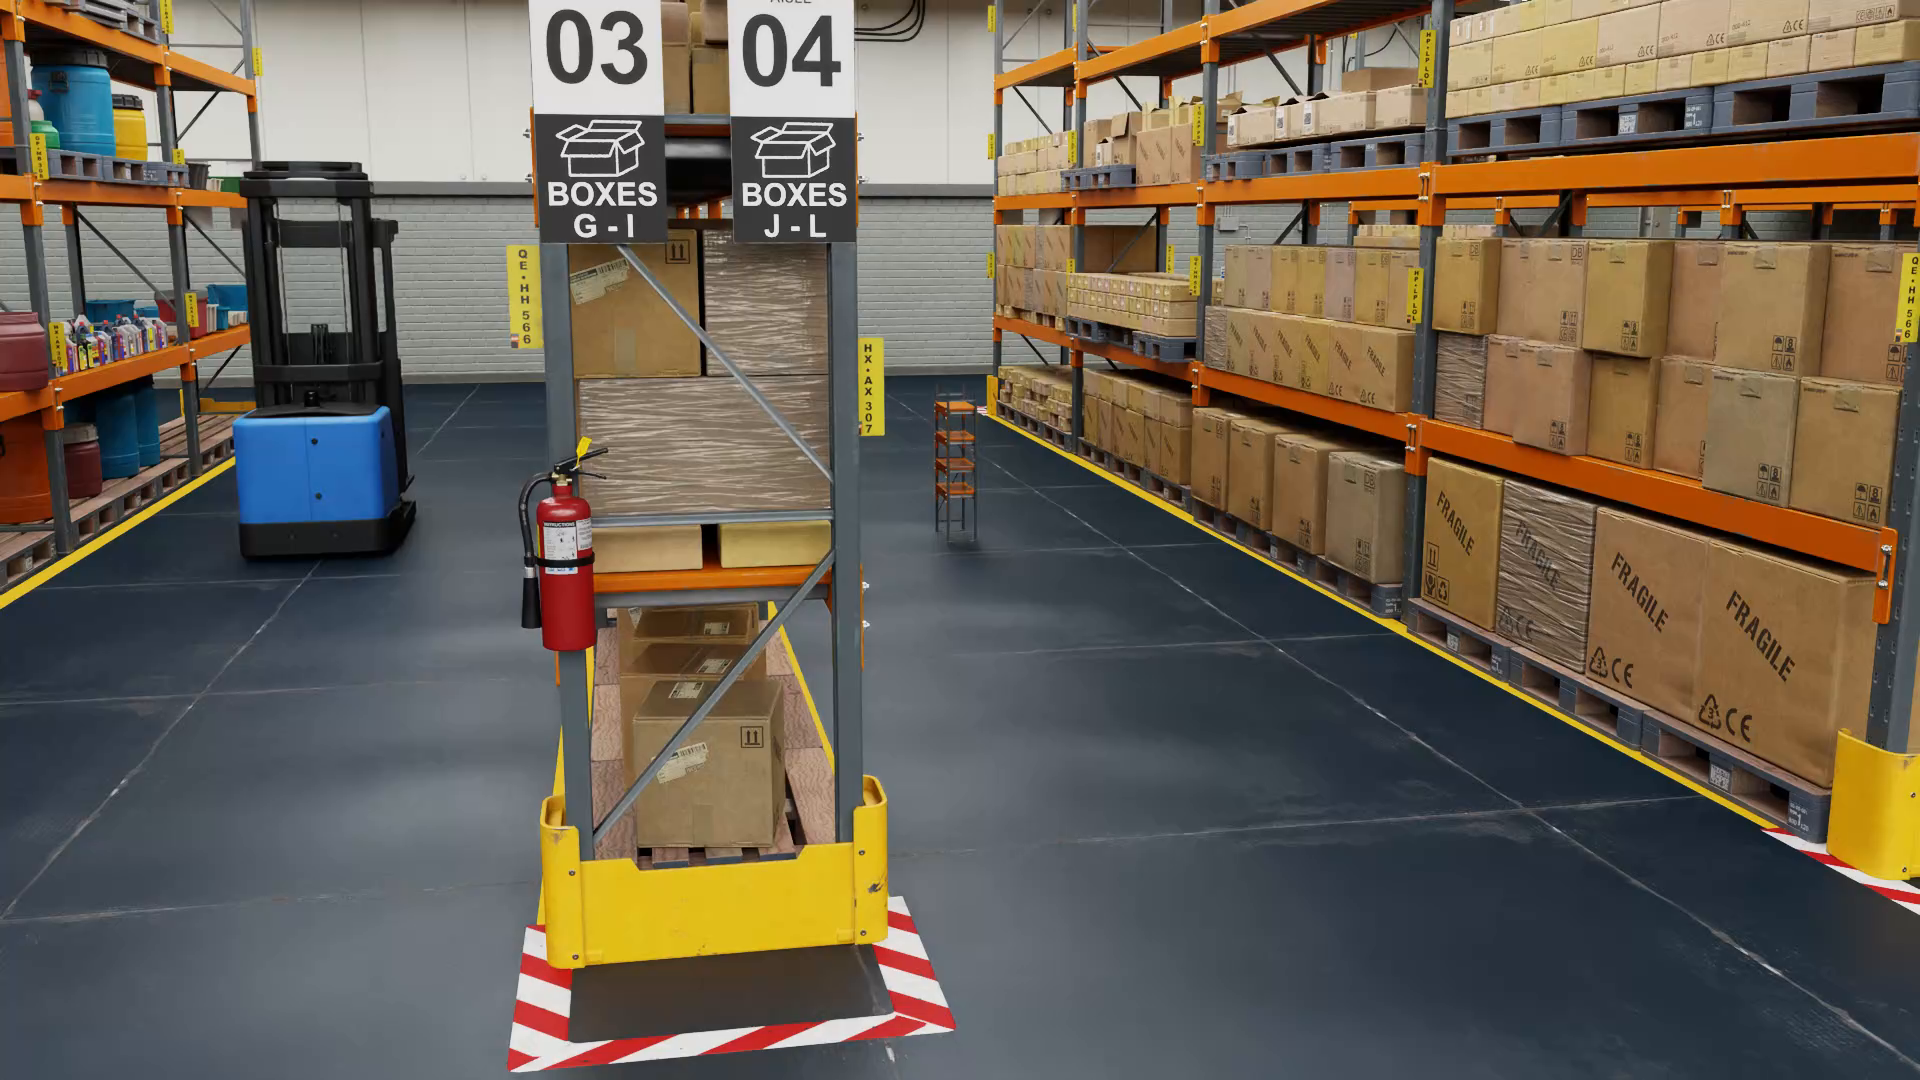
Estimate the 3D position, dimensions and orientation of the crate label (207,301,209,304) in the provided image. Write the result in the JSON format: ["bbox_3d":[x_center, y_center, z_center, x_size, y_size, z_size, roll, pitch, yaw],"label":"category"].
[{"bbox_3d":[-9.081,-2.709,19.696,0.416,0.233,0.303,-2,11,-11],"label":"crate label"}]

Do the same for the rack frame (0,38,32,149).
[{"bbox_3d":[-7.250,-4.299,11.717,1.000,3.000,0.127,-2,11,-11],"label":"rack frame"}]

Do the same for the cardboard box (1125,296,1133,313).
[{"bbox_3d":[1.749,-2.186,15.412,0.380,0.149,0.250,-2,11,-11],"label":"cardboard box"}]

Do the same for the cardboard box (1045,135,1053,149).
[{"bbox_3d":[1.176,-4.507,18.831,0.380,0.149,0.250,-3,11,-13],"label":"cardboard box"}]

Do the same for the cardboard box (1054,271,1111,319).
[{"bbox_3d":[1.344,-2.701,18.304,0.500,0.500,0.500,-2,11,-11],"label":"cardboard box"}]

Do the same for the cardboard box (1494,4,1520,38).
[{"bbox_3d":[3.109,-2.785,8.935,0.380,0.149,0.250,-2,11,-12],"label":"cardboard box"}]

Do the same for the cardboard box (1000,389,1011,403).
[{"bbox_3d":[0.725,-1.859,21.445,0.380,0.149,0.250,-2,11,-10],"label":"cardboard box"}]

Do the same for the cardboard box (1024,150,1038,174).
[{"bbox_3d":[1.057,-4.435,19.519,0.500,0.250,0.500,-3,11,-13],"label":"cardboard box"}]

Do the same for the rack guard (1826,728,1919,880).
[{"bbox_3d":[4.054,1.005,6.577,1.175,0.500,0.348,-2,11,-11],"label":"rack guard"}]

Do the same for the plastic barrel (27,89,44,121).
[{"bbox_3d":[-7.742,-3.418,13.625,0.433,0.535,0.433,0,11,0],"label":"plastic barrel"}]

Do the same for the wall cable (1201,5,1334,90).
[{"bbox_3d":[5.129,-7.367,27.834,2.355,3.000,0.029,-2,11,-11],"label":"wall cable"}]

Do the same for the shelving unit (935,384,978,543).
[{"bbox_3d":[-0.032,-0.620,13.244,0.258,1.200,0.503,-2,11,-11],"label":"shelving unit"}]

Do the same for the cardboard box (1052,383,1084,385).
[{"bbox_3d":[1.273,-1.723,19.136,0.380,0.149,0.250,-2,11,-9],"label":"cardboard box"}]

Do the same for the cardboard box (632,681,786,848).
[{"bbox_3d":[-0.940,0.841,6.315,0.500,0.500,0.500,0,11,0],"label":"cardboard box"}]

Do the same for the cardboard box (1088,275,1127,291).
[{"bbox_3d":[1.495,-2.570,16.634,0.380,0.149,0.250,-2,11,-12],"label":"cardboard box"}]

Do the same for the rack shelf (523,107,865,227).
[{"bbox_3d":[-1.224,-1.552,7.230,1.077,0.370,4.000,-2,11,-11],"label":"rack shelf"}]

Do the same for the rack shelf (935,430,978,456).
[{"bbox_3d":[-0.032,-0.773,13.215,0.258,0.148,0.480,-2,11,-11],"label":"rack shelf"}]

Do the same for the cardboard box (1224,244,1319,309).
[{"bbox_3d":[2.571,-2.152,13.538,0.700,0.500,0.500,-2,11,-11],"label":"cardboard box"}]

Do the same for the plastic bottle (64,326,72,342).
[{"bbox_3d":[-7.982,-1.762,14.762,0.152,0.276,0.135,-2,11,-11],"label":"plastic bottle"}]

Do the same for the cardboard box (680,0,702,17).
[{"bbox_3d":[-0.859,-2.262,6.634,0.500,0.500,0.500,-2,11,-11],"label":"cardboard box"}]

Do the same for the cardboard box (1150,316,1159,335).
[{"bbox_3d":[1.900,-1.896,14.686,0.380,0.149,0.250,-2,11,-11],"label":"cardboard box"}]

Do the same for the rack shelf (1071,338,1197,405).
[{"bbox_3d":[2.105,-1.708,16.069,1.077,0.370,4.000,-2,11,-11],"label":"rack shelf"}]

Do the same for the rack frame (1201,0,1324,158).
[{"bbox_3d":[2.494,-4.641,13.514,1.000,3.000,0.127,-2,11,-11],"label":"rack frame"}]

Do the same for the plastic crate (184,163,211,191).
[{"bbox_3d":[-8.000,-3.733,17.114,0.497,0.269,0.590,-2,11,-11],"label":"plastic crate"}]

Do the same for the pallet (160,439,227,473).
[{"bbox_3d":[-8.209,-0.849,17.095,1.003,0.211,1.213,-2,11,-11],"label":"pallet"}]

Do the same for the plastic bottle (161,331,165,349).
[{"bbox_3d":[-7.585,-1.907,15.727,0.097,0.201,0.097,0,11,0],"label":"plastic bottle"}]

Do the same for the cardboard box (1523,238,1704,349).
[{"bbox_3d":[3.501,-1.295,8.689,0.875,0.550,0.550,-2,11,-11],"label":"cardboard box"}]

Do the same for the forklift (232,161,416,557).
[{"bbox_3d":[-5.104,-1.544,13.471,1.130,2.935,3.031,-2,11,-13],"label":"forklift"}]

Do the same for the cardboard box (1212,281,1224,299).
[{"bbox_3d":[2.495,-2.255,14.982,0.380,0.149,0.250,-2,11,-11],"label":"cardboard box"}]

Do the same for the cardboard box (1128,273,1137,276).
[{"bbox_3d":[1.985,-2.736,17.508,0.380,0.149,0.250,-2,11,-8],"label":"cardboard box"}]

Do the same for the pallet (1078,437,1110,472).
[{"bbox_3d":[1.868,-0.915,17.440,1.003,0.211,1.213,-2,11,-11],"label":"pallet"}]

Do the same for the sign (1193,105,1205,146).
[{"bbox_3d":[1.961,-3.402,13.644,0.100,0.325,0.005,-2,11,-11],"label":"sign"}]

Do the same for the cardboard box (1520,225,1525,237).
[{"bbox_3d":[6.679,-3.599,19.407,0.380,0.149,0.250,-2,11,-10],"label":"cardboard box"}]

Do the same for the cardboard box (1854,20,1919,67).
[{"bbox_3d":[3.652,-1.881,6.316,0.380,0.149,0.250,-2,11,-11],"label":"cardboard box"}]

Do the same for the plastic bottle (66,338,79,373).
[{"bbox_3d":[-7.107,-1.467,13.214,0.152,0.276,0.135,-2,11,-11],"label":"plastic bottle"}]

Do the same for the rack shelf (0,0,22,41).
[{"bbox_3d":[-6.861,-3.383,9.895,1.077,0.370,4.000,-2,11,-11],"label":"rack shelf"}]

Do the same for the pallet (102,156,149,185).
[{"bbox_3d":[-7.556,-3.118,14.041,1.003,0.211,1.213,-2,11,-11],"label":"pallet"}]

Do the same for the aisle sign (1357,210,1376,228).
[{"bbox_3d":[5.475,-4.640,22.598,0.394,0.787,0.004,-2,11,-11],"label":"aisle sign"}]

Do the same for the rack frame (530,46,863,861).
[{"bbox_3d":[-0.835,-0.065,5.516,1.000,3.000,0.127,-2,11,-11],"label":"rack frame"}]

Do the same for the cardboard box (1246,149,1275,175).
[{"bbox_3d":[2.644,-3.331,14.386,0.500,0.500,0.500,-2,11,-11],"label":"cardboard box"}]

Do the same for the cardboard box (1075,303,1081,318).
[{"bbox_3d":[1.401,-2.371,17.180,0.380,0.149,0.250,-2,11,-10],"label":"cardboard box"}]

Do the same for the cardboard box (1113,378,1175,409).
[{"bbox_3d":[1.801,-1.438,16.286,0.500,0.250,0.500,-2,11,-9],"label":"cardboard box"}]

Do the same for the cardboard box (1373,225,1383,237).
[{"bbox_3d":[5.630,-4.046,21.757,0.380,0.149,0.250,-2,11,-9],"label":"cardboard box"}]

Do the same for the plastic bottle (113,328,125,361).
[{"bbox_3d":[-7.304,-1.700,14.420,0.061,0.283,0.133,-2,11,-11],"label":"plastic bottle"}]

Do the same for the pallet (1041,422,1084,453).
[{"bbox_3d":[1.550,-1.180,18.830,1.003,0.211,1.213,-2,11,-11],"label":"pallet"}]

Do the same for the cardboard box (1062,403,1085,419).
[{"bbox_3d":[1.342,-1.426,18.372,0.380,0.149,0.250,-2,11,-10],"label":"cardboard box"}]

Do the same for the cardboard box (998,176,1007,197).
[{"bbox_3d":[0.774,-4.470,21.036,0.500,0.250,0.500,-2,11,-9],"label":"cardboard box"}]

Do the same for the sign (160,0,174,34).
[{"bbox_3d":[-7.488,-4.950,15.695,0.100,0.325,0.005,-2,11,-11],"label":"sign"}]

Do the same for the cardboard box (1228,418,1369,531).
[{"bbox_3d":[2.697,-0.520,12.800,1.050,0.750,0.750,-2,11,-10],"label":"cardboard box"}]

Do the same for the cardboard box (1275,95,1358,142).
[{"bbox_3d":[2.616,-3.052,12.037,0.500,0.311,0.500,-2,11,-12],"label":"cardboard box"}]

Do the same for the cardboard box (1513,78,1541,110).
[{"bbox_3d":[3.157,-2.348,8.768,0.380,0.149,0.250,-2,11,-12],"label":"cardboard box"}]

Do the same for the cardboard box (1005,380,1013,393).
[{"bbox_3d":[0.786,-1.956,21.155,0.380,0.149,0.250,-2,11,-11],"label":"cardboard box"}]
